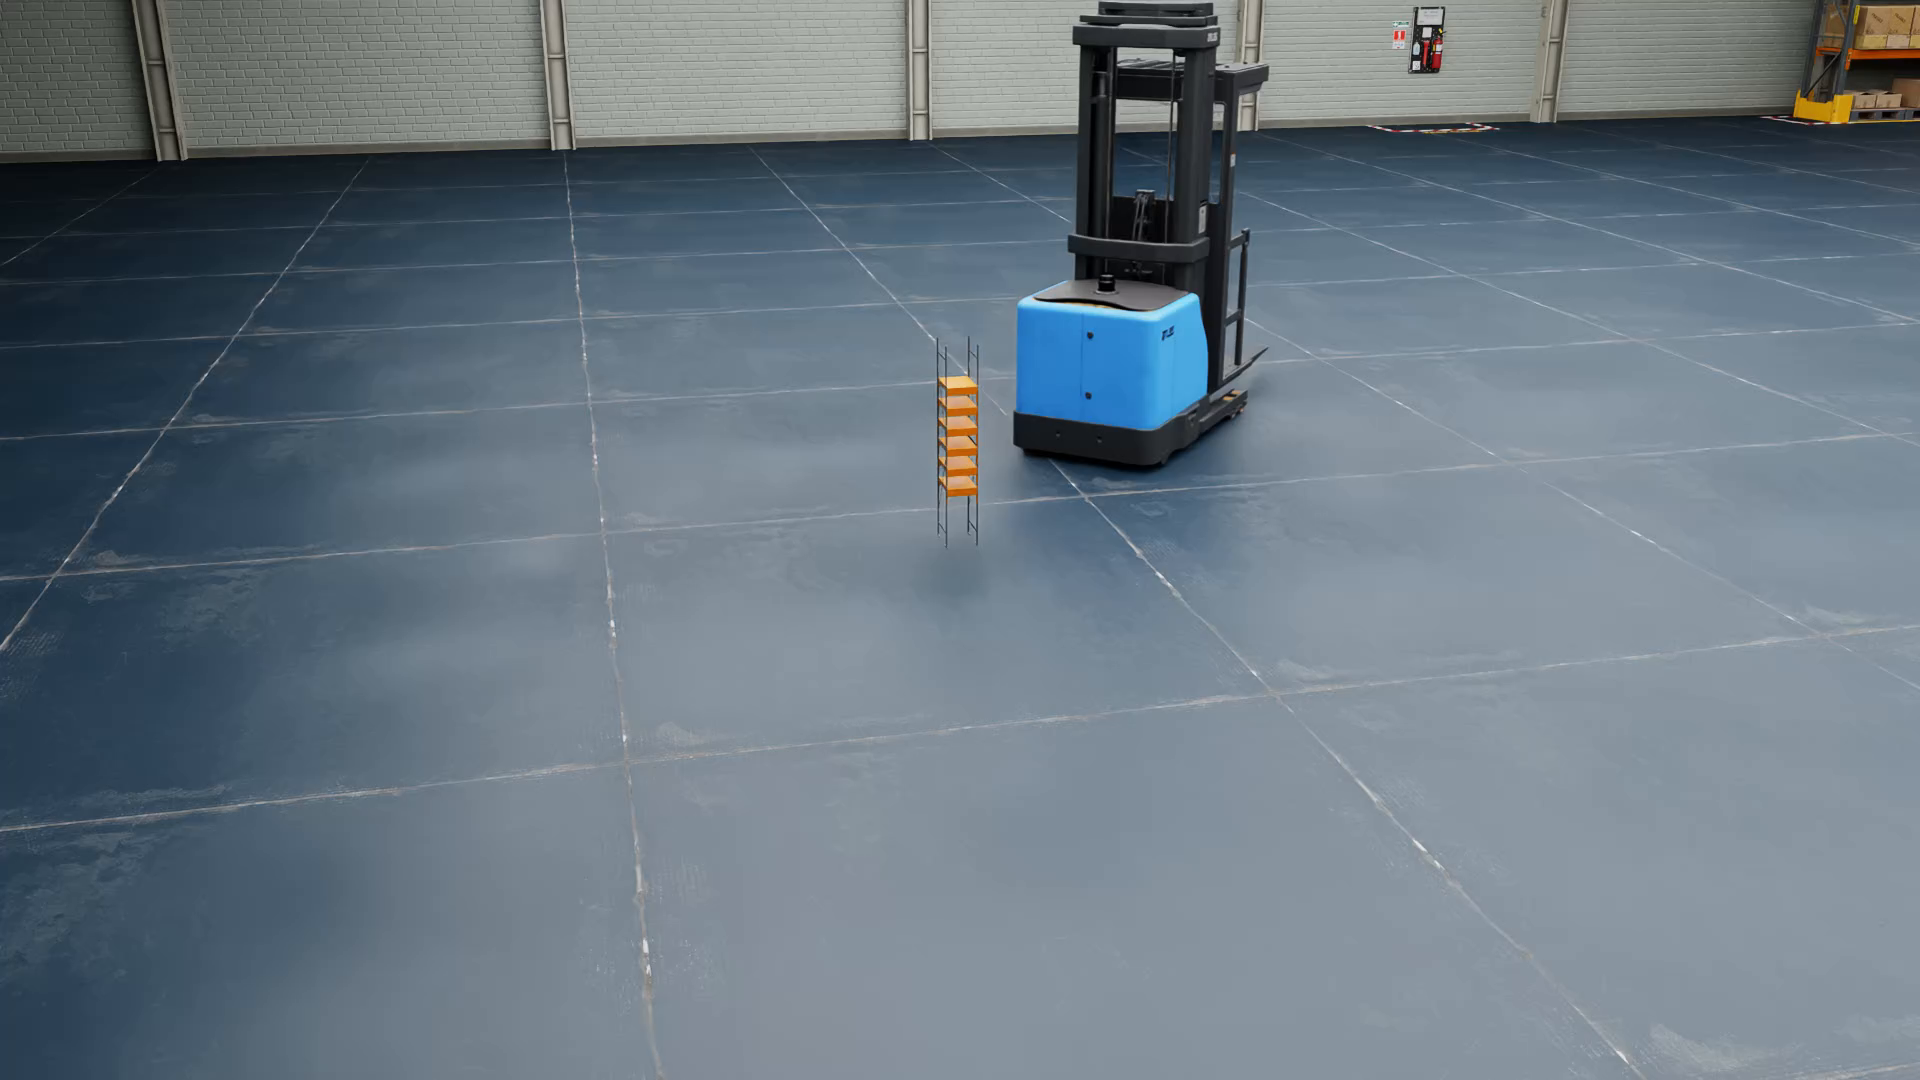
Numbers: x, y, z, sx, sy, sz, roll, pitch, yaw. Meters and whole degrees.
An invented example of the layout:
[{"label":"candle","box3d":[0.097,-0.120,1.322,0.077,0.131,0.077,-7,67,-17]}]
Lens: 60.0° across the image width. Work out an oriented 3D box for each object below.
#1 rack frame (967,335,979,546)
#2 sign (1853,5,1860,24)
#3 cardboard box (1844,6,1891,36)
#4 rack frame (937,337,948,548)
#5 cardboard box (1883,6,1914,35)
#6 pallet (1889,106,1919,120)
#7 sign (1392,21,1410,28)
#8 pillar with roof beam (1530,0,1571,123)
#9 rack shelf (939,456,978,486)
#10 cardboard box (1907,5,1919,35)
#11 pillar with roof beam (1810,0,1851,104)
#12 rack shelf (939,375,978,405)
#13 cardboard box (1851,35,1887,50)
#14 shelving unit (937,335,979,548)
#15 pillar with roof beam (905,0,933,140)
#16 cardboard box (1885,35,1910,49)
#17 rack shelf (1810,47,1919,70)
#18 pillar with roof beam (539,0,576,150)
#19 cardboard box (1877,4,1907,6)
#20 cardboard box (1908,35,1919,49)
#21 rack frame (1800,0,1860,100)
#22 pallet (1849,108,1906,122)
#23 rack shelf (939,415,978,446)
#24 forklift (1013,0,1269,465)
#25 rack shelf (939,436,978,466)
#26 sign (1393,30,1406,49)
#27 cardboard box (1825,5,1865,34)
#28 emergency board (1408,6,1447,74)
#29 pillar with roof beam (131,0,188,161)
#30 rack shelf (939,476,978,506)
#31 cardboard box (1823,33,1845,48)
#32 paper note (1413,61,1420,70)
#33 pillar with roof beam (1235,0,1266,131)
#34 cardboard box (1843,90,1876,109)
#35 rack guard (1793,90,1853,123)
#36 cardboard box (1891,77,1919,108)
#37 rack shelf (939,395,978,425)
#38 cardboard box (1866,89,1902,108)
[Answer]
[{"label":"rack frame","box3d":[0.075,-0.569,9.625,0.006,1.200,0.240,-5,21,-12]},{"label":"sign","box3d":[16.458,-9.648,30.533,0.005,0.325,0.100,-5,21,-12]},{"label":"cardboard box","box3d":[16.867,-9.651,30.899,0.500,0.500,0.500,-5,21,-12]},{"label":"rack frame","box3d":[-0.103,-0.555,9.585,0.006,1.200,0.240,-5,21,-12]},{"label":"cardboard box","box3d":[17.350,-9.687,30.997,0.500,0.500,0.500,-5,21,-12]},{"label":"pallet","box3d":[18.391,-8.267,32.077,1.213,0.211,1.003,-5,21,-12]},{"label":"sign","box3d":[8.007,-9.364,30.194,0.331,0.109,0.001,-5,21,-12]},{"label":"pillar with roof beam","box3d":[11.967,-10.669,25.857,0.400,9.000,9.100,-5,21,-12]},{"label":"rack shelf","box3d":[-0.014,-0.408,9.662,0.180,0.103,0.258,-5,21,-12]},{"label":"cardboard box","box3d":[17.854,-9.726,31.103,0.500,0.500,0.500,-5,21,-14]},{"label":"pillar with roof beam","box3d":[17.806,-11.144,27.153,0.400,9.000,9.100,-5,21,-12]},{"label":"rack shelf","box3d":[-0.014,-0.859,9.497,0.180,0.103,0.258,-5,21,-12]},{"label":"cardboard box","box3d":[16.881,-9.294,31.015,0.500,0.250,0.500,-5,21,-14]},{"label":"shelving unit","box3d":[-0.014,-0.562,9.605,0.189,1.200,0.258,-5,21,-12]},{"label":"pillar with roof beam","box3d":[0.289,-9.719,23.264,0.400,9.000,9.100,-5,21,-12]},{"label":"cardboard box","box3d":[17.383,-9.340,31.140,0.500,0.250,0.500,-5,21,-14]},{"label":"rack shelf","box3d":[18.279,-9.243,31.733,4.000,0.370,1.077,-5,21,-12]},{"label":"pillar with roof beam","box3d":[-5.550,-9.244,21.968,0.400,9.000,9.100,-5,21,-12]},{"label":"cardboard box","box3d":[17.737,-9.901,31.582,0.500,0.500,0.500,-5,21,-14]},{"label":"cardboard box","box3d":[17.880,-9.378,31.245,0.500,0.250,0.500,-5,21,-13]},{"label":"rack frame","box3d":[16.333,-9.423,31.177,0.127,3.000,1.000,-5,21,-12]},{"label":"pallet","box3d":[17.206,-8.172,31.817,1.213,0.211,1.003,-5,21,-12]},{"label":"rack shelf","box3d":[-0.014,-0.633,9.579,0.180,0.103,0.258,-5,21,-12]},{"label":"forklift","box3d":[1.496,-2.332,11.919,1.130,2.935,3.031,10,22,26]},{"label":"rack shelf","box3d":[-0.014,-0.521,9.620,0.180,0.103,0.258,-5,21,-12]},{"label":"sign","box3d":[8.001,-9.118,30.292,0.234,0.329,0.001,-5,21,-12]},{"label":"cardboard box","box3d":[16.743,-9.822,31.367,0.500,0.500,0.500,-5,21,-13]},{"label":"emergency board","box3d":[8.562,-9.110,30.323,0.643,1.169,0.194,-5,21,-12]},{"label":"pillar with roof beam","box3d":[-11.389,-8.769,20.671,0.400,9.000,9.100,-5,21,-12]},{"label":"rack shelf","box3d":[-0.014,-0.295,9.703,0.180,0.103,0.258,-5,21,-12]},{"label":"cardboard box","box3d":[16.743,-9.464,31.478,0.500,0.250,0.500,-4,21,-12]},{"label":"paper note","box3d":[8.374,-8.706,30.500,0.142,0.148,0.016,-5,21,-12]},{"label":"pillar with roof beam","box3d":[6.128,-10.194,24.560,0.400,9.000,9.100,-5,21,-12]},{"label":"cardboard box","box3d":[17.027,-8.392,31.631,0.500,0.311,0.500,-7,21,-19]},{"label":"rack guard","box3d":[16.407,-8.255,31.624,0.348,0.500,1.175,-5,21,-12]},{"label":"cardboard box","box3d":[18.307,-8.567,31.835,0.500,0.500,0.700,-6,21,-16]},{"label":"rack shelf","box3d":[-0.014,-0.746,9.538,0.180,0.103,0.258,-5,21,-12]},{"label":"cardboard box","box3d":[17.582,-8.437,31.755,0.500,0.311,0.500,-3,20,-8]}]
